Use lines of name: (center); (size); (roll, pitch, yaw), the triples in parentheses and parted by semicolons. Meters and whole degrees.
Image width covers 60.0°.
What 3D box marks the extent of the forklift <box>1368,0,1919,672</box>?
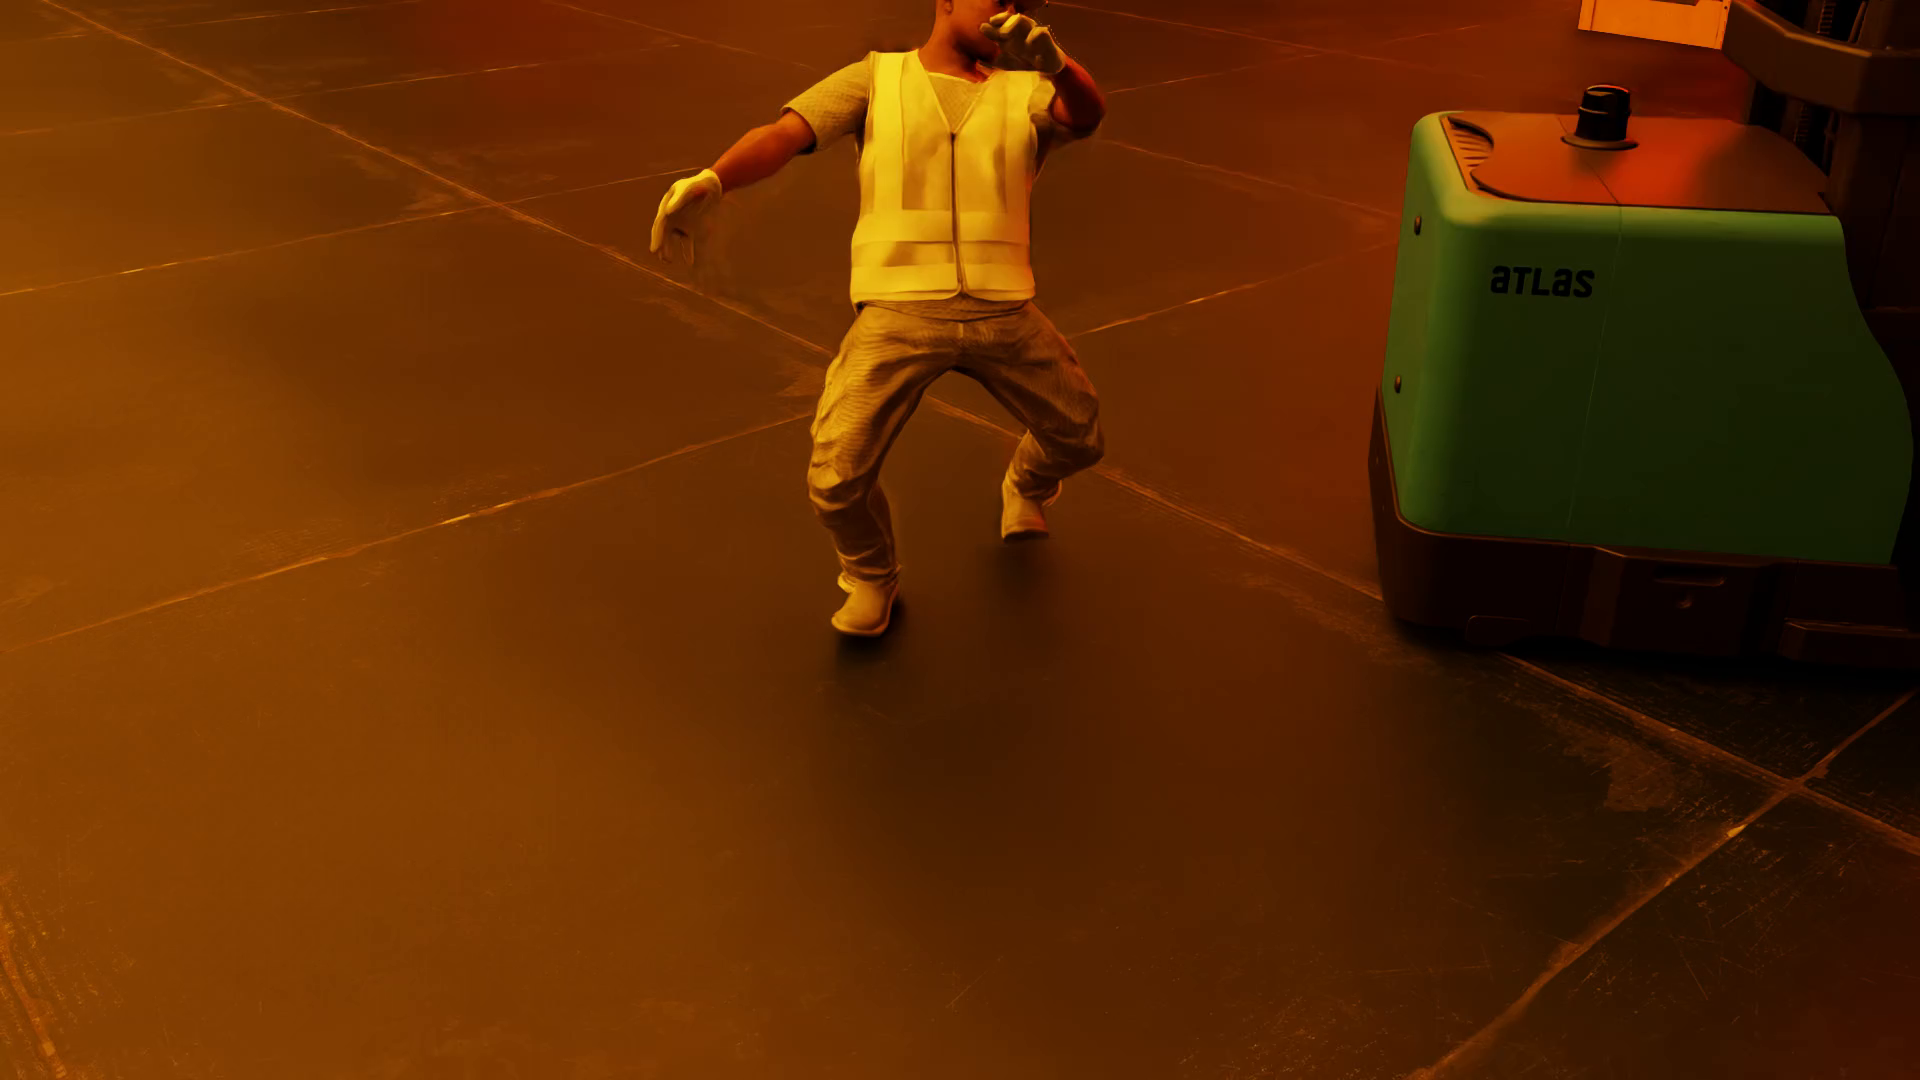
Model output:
forklift: (2.593, -1.167, 3.555); (3.031, 2.935, 1.130); (4, 27, 9)

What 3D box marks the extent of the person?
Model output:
person: (-0.152, -0.507, 3.746); (1.078, 1.539, 0.786); (-9, 28, -17)
